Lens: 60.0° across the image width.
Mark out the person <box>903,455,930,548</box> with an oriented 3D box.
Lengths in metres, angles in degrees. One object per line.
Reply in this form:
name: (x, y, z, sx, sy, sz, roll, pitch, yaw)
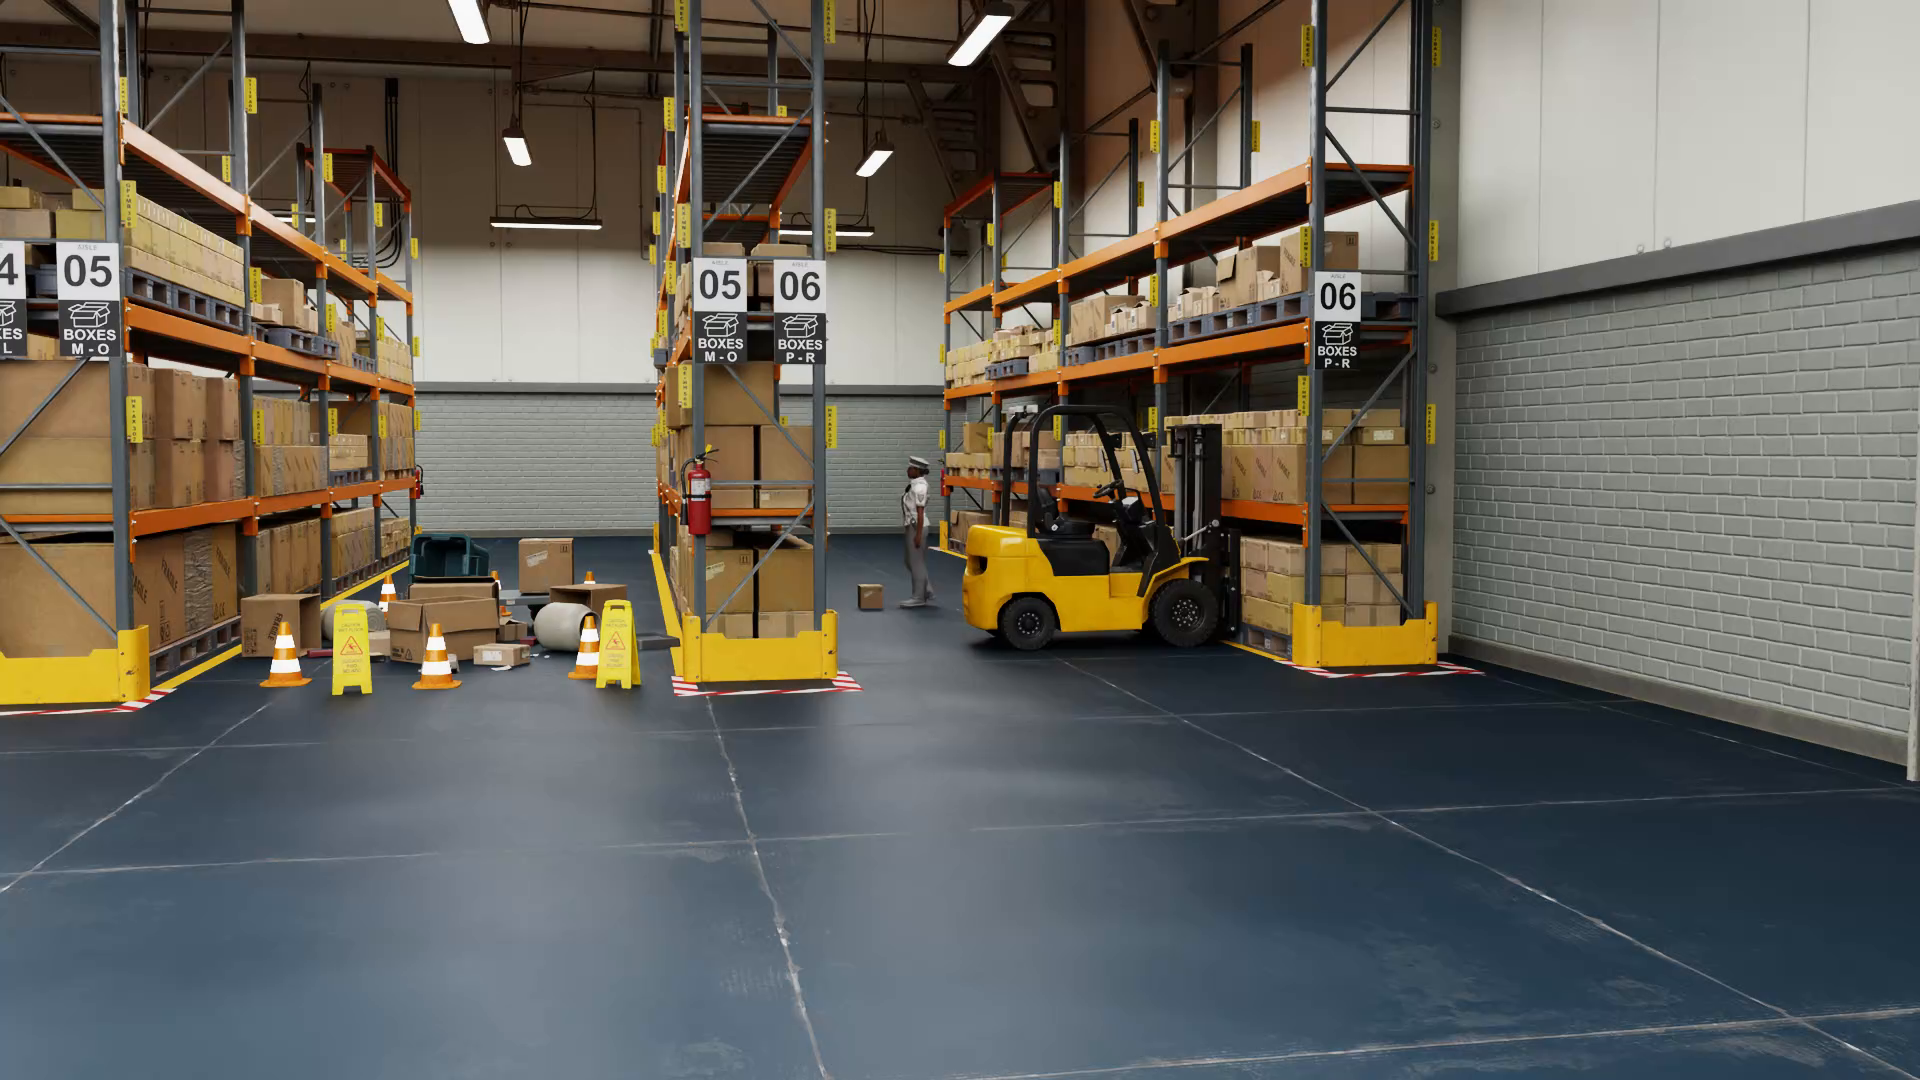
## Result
person: (-0.489, -0.430, 18.561, 0.312, 1.033, 0.478, 0, 3, -6)
